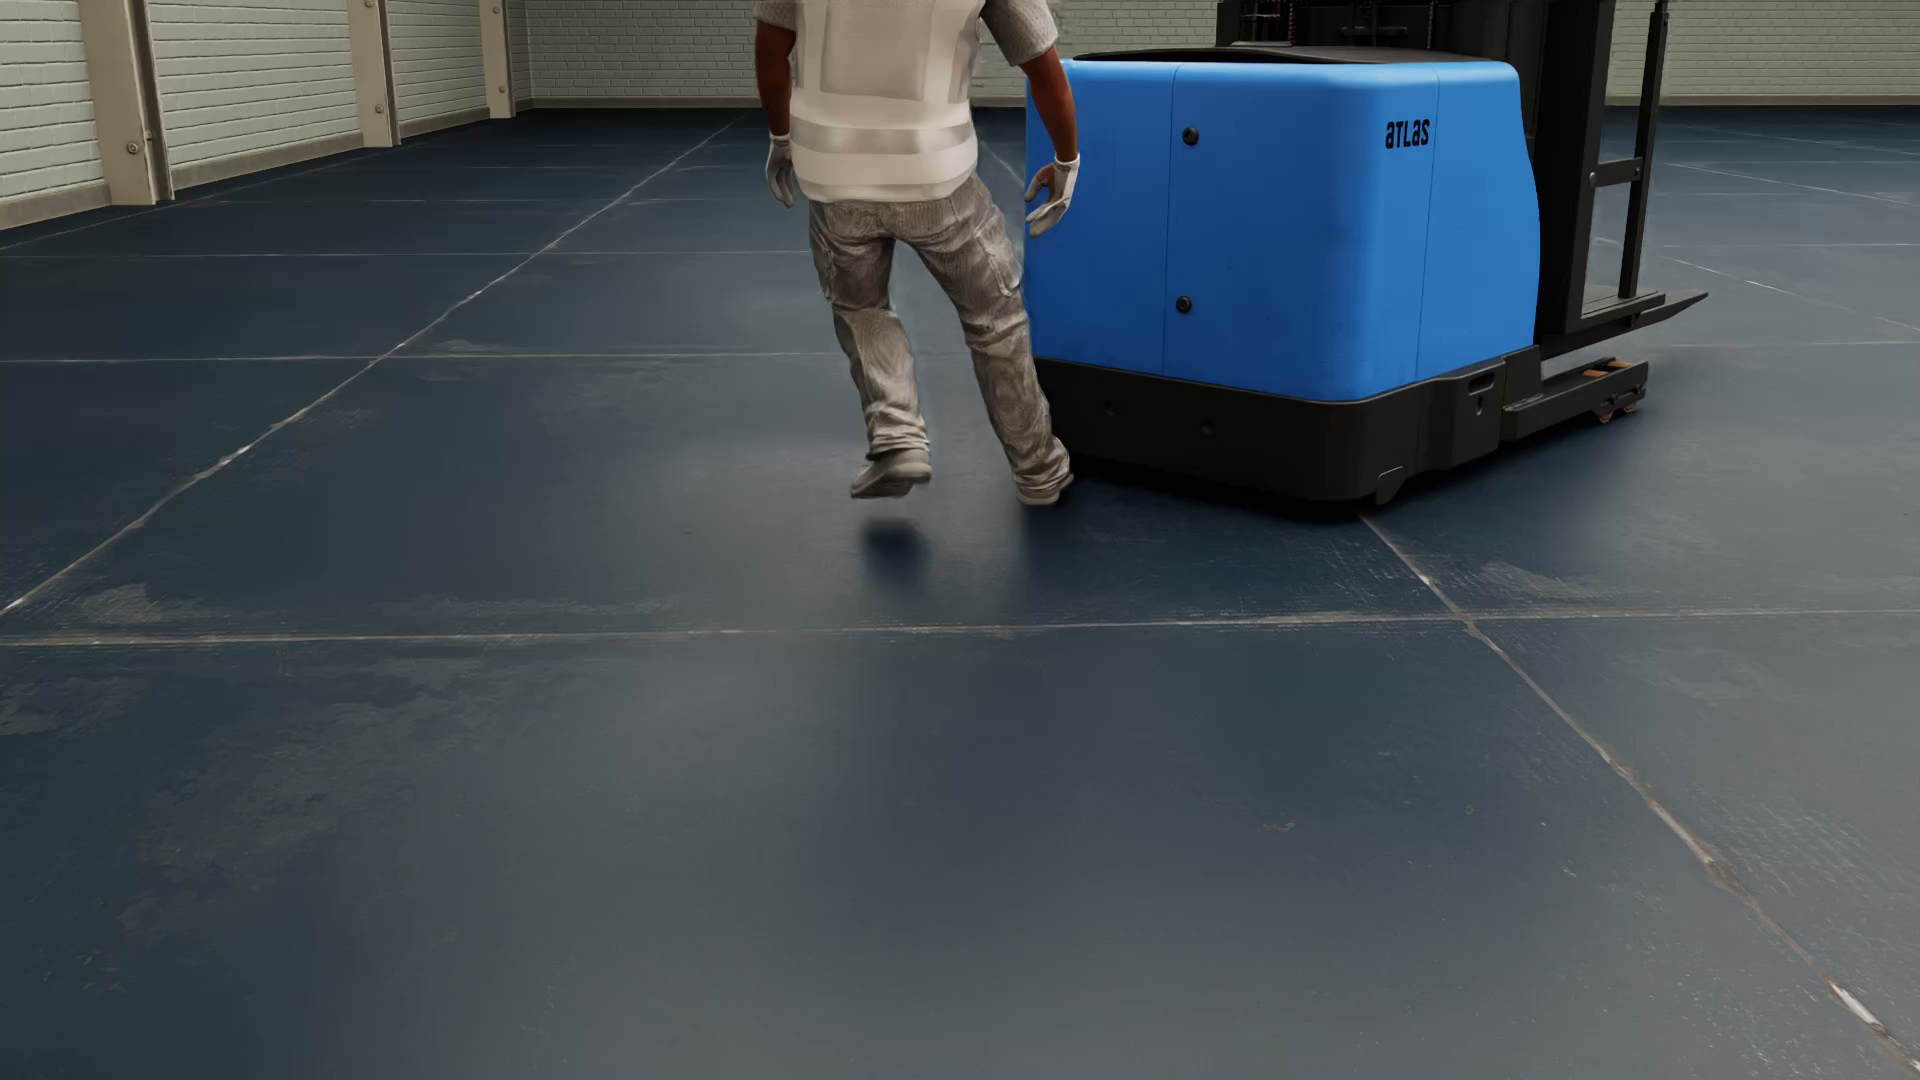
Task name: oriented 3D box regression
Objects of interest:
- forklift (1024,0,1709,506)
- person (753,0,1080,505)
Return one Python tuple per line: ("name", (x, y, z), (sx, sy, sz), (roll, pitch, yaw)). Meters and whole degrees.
("forklift", (1.514, -1.844, 4.935), (1.130, 2.935, 3.031), (15, 22, 40))
("person", (-0.086, -0.893, 3.945), (0.746, 1.725, 0.712), (3, 17, 8))
